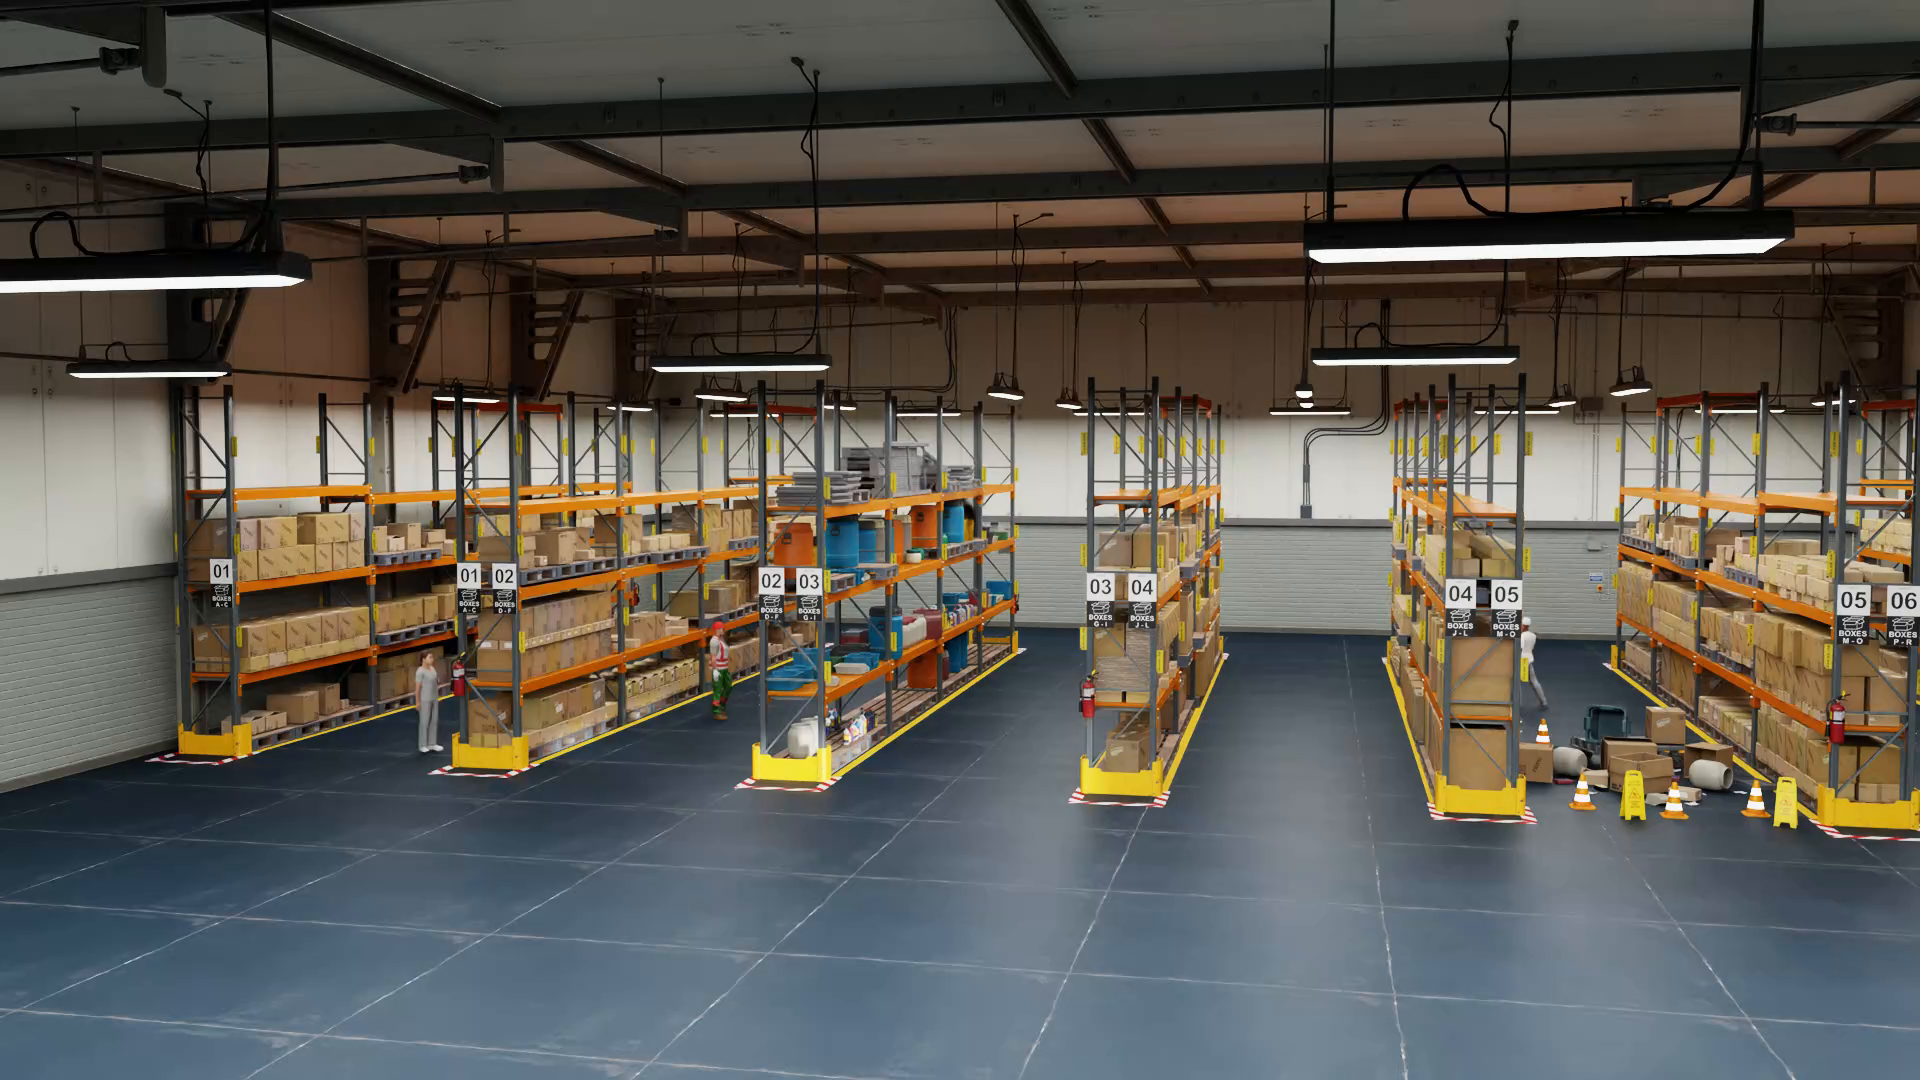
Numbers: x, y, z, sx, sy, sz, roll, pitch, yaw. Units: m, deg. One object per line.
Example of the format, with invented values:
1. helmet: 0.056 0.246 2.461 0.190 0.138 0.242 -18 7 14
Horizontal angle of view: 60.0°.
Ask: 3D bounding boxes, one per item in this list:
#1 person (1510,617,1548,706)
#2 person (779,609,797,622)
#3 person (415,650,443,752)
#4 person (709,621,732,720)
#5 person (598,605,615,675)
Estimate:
1. person: 10.800 2.352 31.907 0.654 1.743 0.927 -2 4 -29
2. person: -4.481 1.706 43.469 0.619 1.725 1.083 1 3 24
3. person: -8.735 2.638 27.300 0.334 1.681 0.544 1 3 21
4. person: -4.416 2.427 30.604 0.383 1.853 0.621 1 3 14
5. person: -7.472 2.180 35.447 0.451 1.649 0.454 -3 4 -41
